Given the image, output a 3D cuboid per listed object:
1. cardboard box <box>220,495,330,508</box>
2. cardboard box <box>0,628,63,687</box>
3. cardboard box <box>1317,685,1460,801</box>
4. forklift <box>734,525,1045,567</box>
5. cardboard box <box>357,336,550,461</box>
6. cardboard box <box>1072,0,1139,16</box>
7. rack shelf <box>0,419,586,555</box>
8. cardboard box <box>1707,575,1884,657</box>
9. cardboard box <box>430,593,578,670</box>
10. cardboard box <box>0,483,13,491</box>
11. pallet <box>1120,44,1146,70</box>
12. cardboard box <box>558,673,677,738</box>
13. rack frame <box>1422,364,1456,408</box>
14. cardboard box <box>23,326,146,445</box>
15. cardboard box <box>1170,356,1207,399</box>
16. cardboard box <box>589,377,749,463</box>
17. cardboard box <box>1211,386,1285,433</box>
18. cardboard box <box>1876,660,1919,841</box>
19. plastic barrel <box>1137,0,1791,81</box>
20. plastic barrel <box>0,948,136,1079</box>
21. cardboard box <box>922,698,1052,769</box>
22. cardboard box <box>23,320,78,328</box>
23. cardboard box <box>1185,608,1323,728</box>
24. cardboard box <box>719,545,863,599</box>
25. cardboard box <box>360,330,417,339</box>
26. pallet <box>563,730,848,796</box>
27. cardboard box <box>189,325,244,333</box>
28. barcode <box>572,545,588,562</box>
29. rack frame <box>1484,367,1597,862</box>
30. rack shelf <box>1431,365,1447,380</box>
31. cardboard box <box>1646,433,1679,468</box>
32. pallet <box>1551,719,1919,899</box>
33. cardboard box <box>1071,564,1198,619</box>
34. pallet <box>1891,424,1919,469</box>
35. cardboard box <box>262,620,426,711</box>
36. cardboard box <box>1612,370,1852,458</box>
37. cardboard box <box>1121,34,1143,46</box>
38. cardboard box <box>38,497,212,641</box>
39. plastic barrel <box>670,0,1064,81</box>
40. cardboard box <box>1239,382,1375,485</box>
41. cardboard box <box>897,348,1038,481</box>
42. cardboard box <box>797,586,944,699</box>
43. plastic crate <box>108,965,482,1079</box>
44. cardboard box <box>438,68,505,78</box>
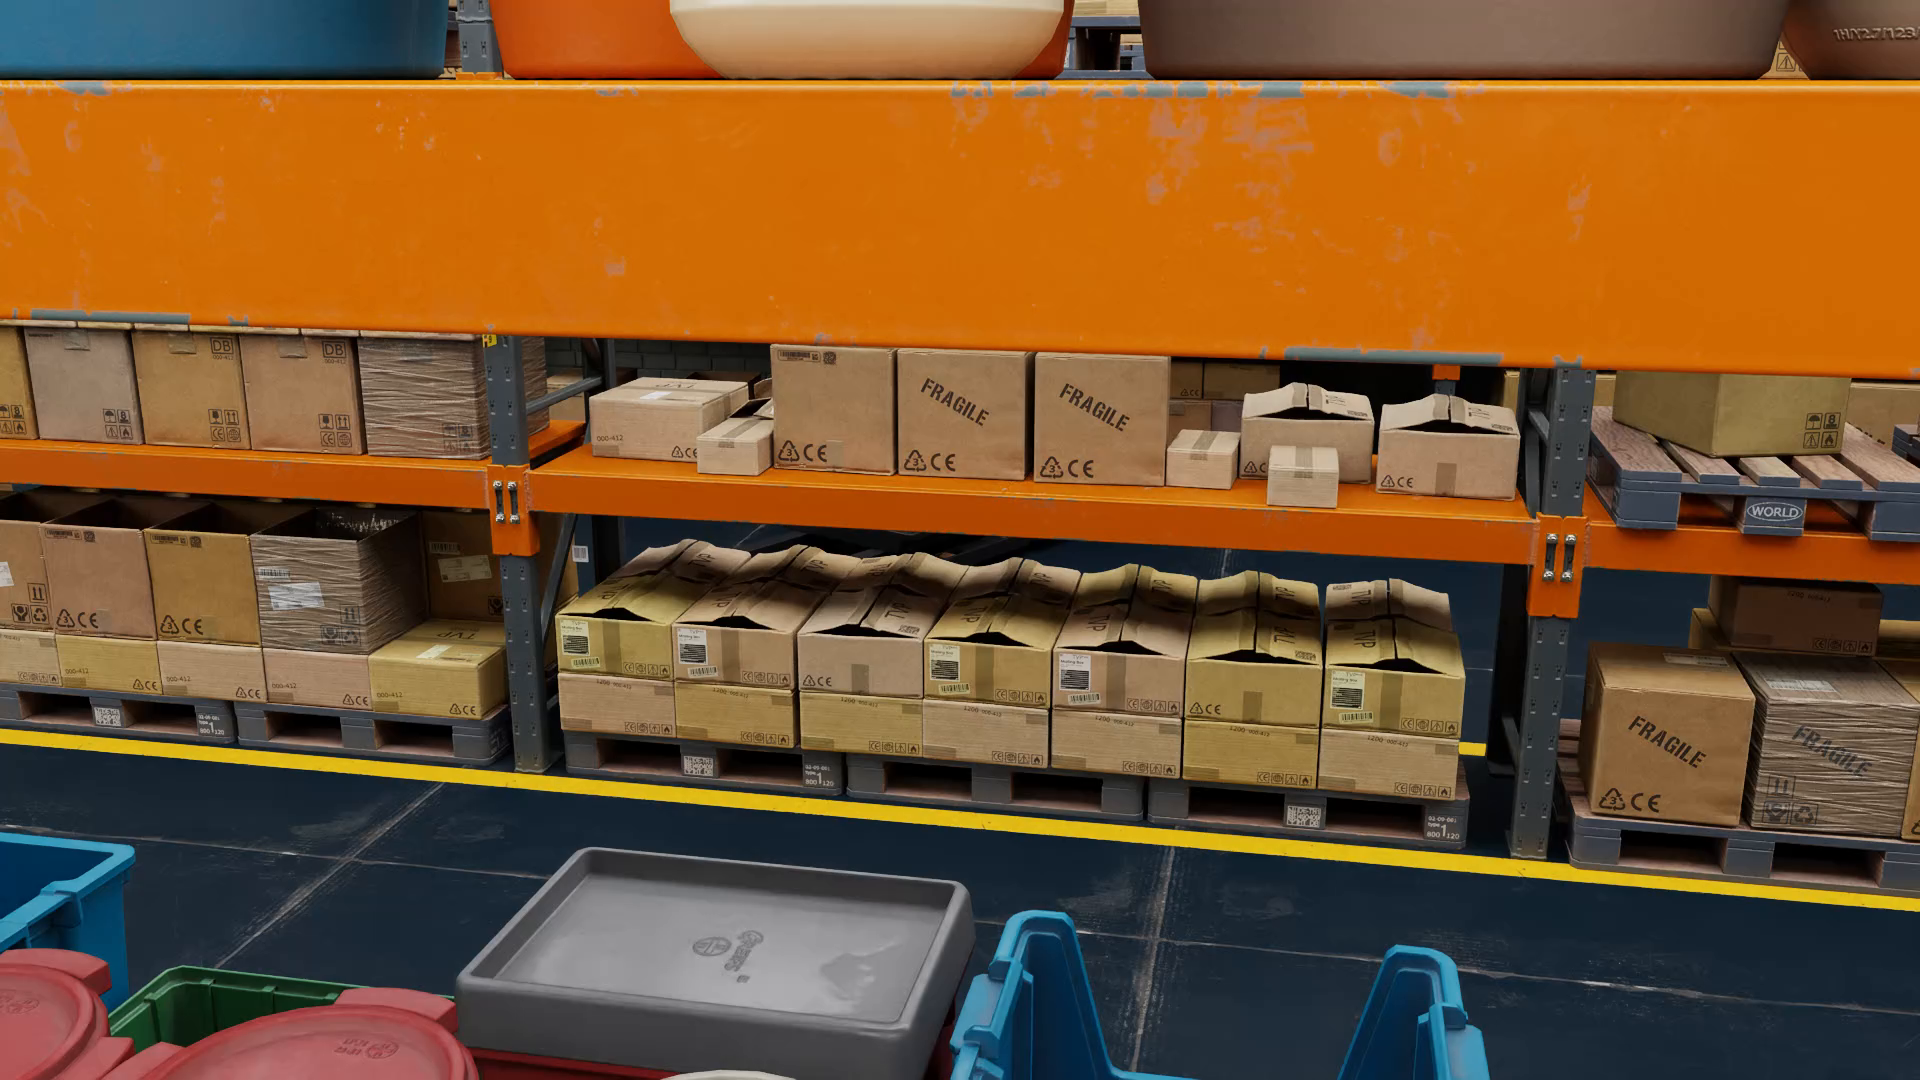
[{"bbox_3d":[-3.076,0.005,7.814,0.500,0.500,0.500,3,16,11],"label":"cardboard box"},{"bbox_3d":[-4.162,0.453,7.603,0.500,0.250,0.500,3,16,11],"label":"cardboard box"},{"bbox_3d":[1.651,0.775,6.440,0.500,0.250,0.500,3,16,12],"label":"cardboard box"},{"bbox_3d":[-0.395,-1.283,9.633,1.130,2.935,3.031,12,20,37],"label":"forklift"},{"bbox_3d":[-2.141,-0.667,7.092,0.500,0.500,0.700,3,16,10],"label":"cardboard box"},{"bbox_3d":[0.684,-2.025,6.060,0.500,0.250,0.500,3,16,10],"label":"cardboard box"},{"bbox_3d":[-3.664,-0.356,7.506,4.000,0.370,1.077,3,16,11],"label":"rack shelf"},{"bbox_3d":[3.235,0.238,6.468,0.500,0.250,0.500,4,16,13],"label":"cardboard box"},{"bbox_3d":[-2.098,0.422,7.713,0.500,0.250,0.500,3,16,11],"label":"cardboard box"},{"bbox_3d":[-5.039,-0.097,8.183,0.500,0.500,0.500,3,16,11],"label":"cardboard box"},{"bbox_3d":[0.880,-3.133,10.914,1.003,0.211,1.213,3,16,11],"label":"pallet"},{"bbox_3d":[-1.359,0.613,7.026,0.500,0.250,0.500,3,16,10],"label":"cardboard box"},{"bbox_3d":[3.199,-1.680,10.937,0.127,3.000,1.000,3,16,11],"label":"rack frame"},{"bbox_3d":[-3.652,-0.748,7.385,0.500,0.500,0.700,4,16,13],"label":"cardboard box"},{"bbox_3d":[1.432,-1.146,11.464,0.500,0.250,0.500,3,16,11],"label":"cardboard box"},{"bbox_3d":[-1.213,-0.509,6.993,0.500,0.250,0.500,4,16,15],"label":"cardboard box"},{"bbox_3d":[2.001,-0.770,11.510,0.500,0.500,0.700,3,16,11],"label":"cardboard box"},{"bbox_3d":[3.609,0.762,5.979,0.500,0.500,0.500,3,16,10],"label":"cardboard box"},{"bbox_3d":[0.463,-0.876,1.476,0.600,0.901,0.600,0,15,0],"label":"plastic barrel"},{"bbox_3d":[-1.082,0.781,1.799,0.433,0.535,0.433,0,15,0],"label":"plastic barrel"},{"bbox_3d":[0.149,0.694,6.731,0.500,0.250,0.500,3,16,12],"label":"cardboard box"},{"bbox_3d":[-3.776,-1.011,7.120,0.250,0.149,0.380,3,16,12],"label":"cardboard box"},{"bbox_3d":[1.142,0.479,6.456,0.500,0.311,0.500,3,16,10],"label":"cardboard box"},{"bbox_3d":[-0.739,0.229,7.361,0.500,0.311,0.500,4,16,13],"label":"cardboard box"},{"bbox_3d":[-2.255,-0.929,6.826,0.250,0.149,0.380,3,16,10],"label":"cardboard box"},{"bbox_3d":[-0.975,0.776,7.294,1.213,0.211,1.003,3,16,11],"label":"pallet"},{"bbox_3d":[-3.010,-0.970,6.973,0.250,0.149,0.380,3,16,11],"label":"cardboard box"},{"bbox_3d":[-1.537,0.056,6.731,0.075,0.075,0.001,3,16,11],"label":"barcode"},{"bbox_3d":[2.215,-0.384,6.258,0.127,3.000,1.000,3,16,11],"label":"rack frame"},{"bbox_3d":[1.239,-1.439,11.417,4.000,0.370,1.077,3,16,11],"label":"rack shelf"},{"bbox_3d":[4.750,-0.724,10.729,0.750,0.750,0.750,3,16,11],"label":"cardboard box"},{"bbox_3d":[2.939,1.010,6.451,1.213,0.211,1.003,3,16,11],"label":"pallet"},{"bbox_3d":[0.745,0.311,7.065,0.500,0.311,0.500,3,16,10],"label":"cardboard box"},{"bbox_3d":[4.122,-0.189,5.915,1.213,0.211,1.003,3,16,11],"label":"pallet"},{"bbox_3d":[-2.690,0.530,7.325,0.500,0.250,0.500,3,16,11],"label":"cardboard box"},{"bbox_3d":[2.855,-0.630,6.174,0.500,0.500,0.700,-2,16,-8],"label":"cardboard box"},{"bbox_3d":[1.007,-3.473,10.818,0.500,0.500,0.500,3,16,9],"label":"cardboard box"},{"bbox_3d":[-3.674,0.119,7.402,0.500,0.500,0.500,3,16,11],"label":"cardboard box"},{"bbox_3d":[-0.068,-0.474,1.223,0.301,0.262,0.301,0,15,0],"label":"plastic barrel"},{"bbox_3d":[1.378,-0.439,6.625,0.500,0.311,0.500,3,16,10],"label":"cardboard box"},{"bbox_3d":[0.052,-0.545,6.653,0.500,0.500,0.500,3,16,11],"label":"cardboard box"},{"bbox_3d":[-0.352,0.398,6.748,0.500,0.311,0.500,3,16,9],"label":"cardboard box"},{"bbox_3d":[-0.932,0.820,2.310,0.662,0.188,0.450,3,16,11],"label":"plastic crate"},{"bbox_3d":[-3.334,-3.461,11.524,0.500,0.500,0.500,4,16,14],"label":"cardboard box"}]
